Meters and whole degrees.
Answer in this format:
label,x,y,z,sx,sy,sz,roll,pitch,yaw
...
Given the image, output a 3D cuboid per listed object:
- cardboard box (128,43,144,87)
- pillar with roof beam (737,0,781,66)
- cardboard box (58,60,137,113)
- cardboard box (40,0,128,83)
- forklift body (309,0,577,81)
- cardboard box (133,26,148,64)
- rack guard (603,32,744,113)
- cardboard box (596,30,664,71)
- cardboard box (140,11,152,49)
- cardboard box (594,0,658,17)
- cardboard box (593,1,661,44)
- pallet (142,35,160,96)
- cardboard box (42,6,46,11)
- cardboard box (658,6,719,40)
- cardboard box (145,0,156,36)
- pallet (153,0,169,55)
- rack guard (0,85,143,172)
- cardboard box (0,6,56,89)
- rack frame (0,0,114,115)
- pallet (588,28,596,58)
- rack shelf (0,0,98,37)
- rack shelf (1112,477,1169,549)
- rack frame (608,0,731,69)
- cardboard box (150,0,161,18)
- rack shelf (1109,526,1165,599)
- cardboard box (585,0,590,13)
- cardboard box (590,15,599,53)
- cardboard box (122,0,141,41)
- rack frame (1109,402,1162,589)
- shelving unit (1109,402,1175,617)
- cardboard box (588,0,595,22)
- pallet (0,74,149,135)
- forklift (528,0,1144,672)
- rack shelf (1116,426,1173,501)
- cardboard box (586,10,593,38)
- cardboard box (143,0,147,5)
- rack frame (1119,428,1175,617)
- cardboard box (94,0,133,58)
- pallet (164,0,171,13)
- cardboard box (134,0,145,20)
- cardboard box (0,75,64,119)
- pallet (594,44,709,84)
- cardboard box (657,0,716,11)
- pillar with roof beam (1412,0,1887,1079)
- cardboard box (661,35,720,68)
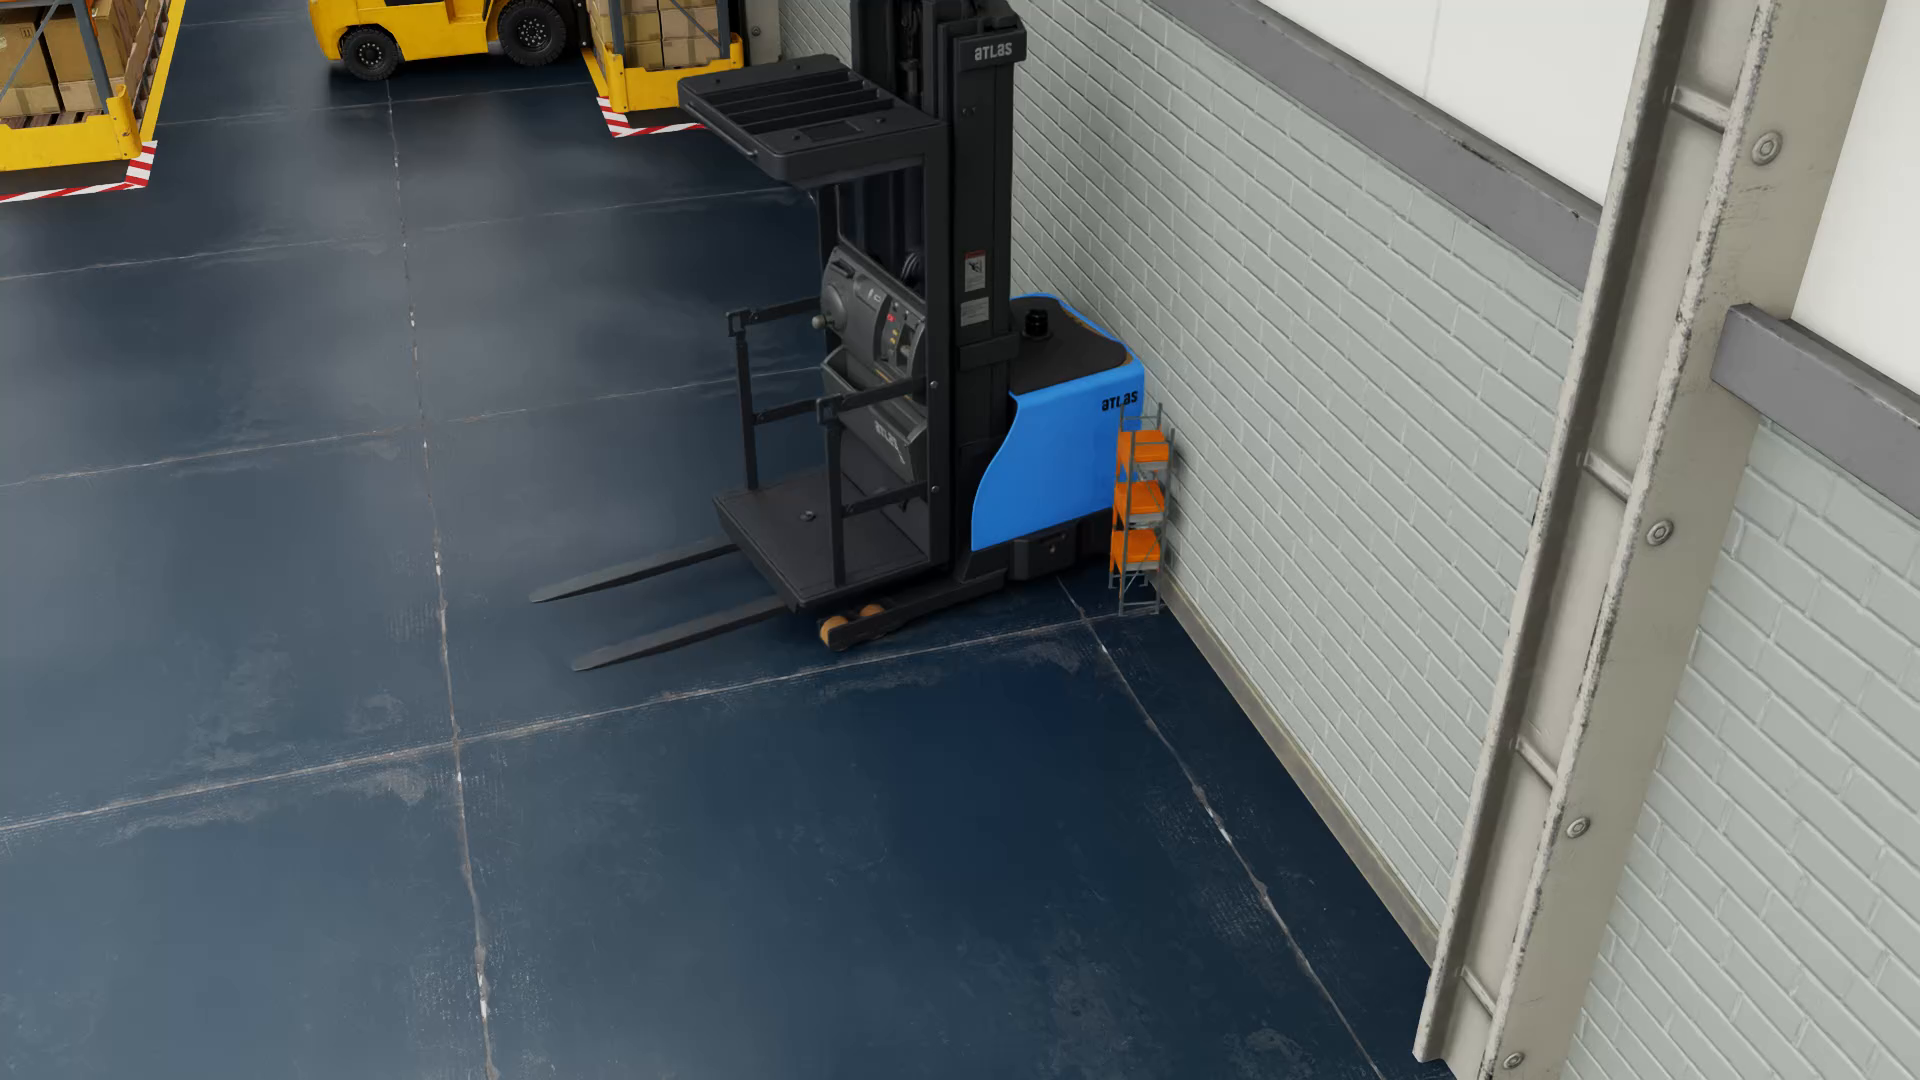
label,x,y,z,sx,sy,sz,roll,pitch,yaw
cardboard box,-7.335,-4.052,14.275,0.500,0.250,0.500,-9,34,-13
pillar with roof beam,-5.932,-7.418,11.813,9.100,9.000,0.400,-10,35,-15
cardboard box,-7.186,-3.783,13.868,0.500,0.250,0.500,-10,35,-15
cardboard box,-7.194,-4.108,13.680,0.500,0.500,0.500,-11,35,-16
forklift body,-4.794,-5.457,15.057,2.313,2.155,1.214,-10,35,-15
cardboard box,-7.513,-4.337,14.705,0.500,0.250,0.500,-8,34,-12
rack guard,-2.470,-4.066,14.450,1.175,0.500,0.348,-10,35,-15
cardboard box,-2.922,-4.343,14.715,0.500,0.250,0.500,-10,35,-14
cardboard box,-7.665,-4.602,15.107,0.500,0.250,0.500,-9,35,-14
cardboard box,-2.915,-4.756,14.433,0.500,0.250,0.500,-9,34,-13
cardboard box,-2.924,-4.561,14.592,0.500,0.250,0.500,-10,35,-15
pallet,-7.810,-4.234,14.965,1.003,0.211,1.213,-10,35,-15
cardboard box,-7.859,-4.276,13.934,0.500,0.500,0.500,-9,34,-13
cardboard box,-2.423,-4.640,14.711,0.500,0.250,0.500,-9,35,-14
cardboard box,-7.816,-4.870,15.513,0.500,0.250,0.500,-11,35,-16
pallet,-8.185,-4.875,15.936,1.003,0.211,1.213,-10,35,-15
rack guard,-7.227,-3.282,13.264,1.175,0.500,0.348,-10,35,-15
cardboard box,-7.696,-4.003,13.520,0.500,0.500,0.500,-10,35,-14
rack frame,-7.204,-4.285,12.514,1.000,3.000,0.127,-10,35,-15
pallet,-3.119,-4.992,16.114,1.003,0.211,1.213,-10,35,-15
rack shelf,-7.814,-5.035,14.302,1.077,0.370,4.000,-10,35,-15
rack shelf,0.866,-0.125,8.006,0.215,0.259,0.240,-4,34,-6
rack frame,-2.478,-5.122,13.780,1.000,3.000,0.127,-10,35,-15
cardboard box,-7.988,-5.148,15.933,0.500,0.250,0.500,-8,34,-13
rack shelf,0.865,0.107,8.159,0.215,0.259,0.240,-4,34,-6
cardboard box,-3.244,-5.094,15.398,0.500,0.250,0.500,-11,35,-16
cardboard box,-3.065,-4.606,15.113,0.500,0.250,0.500,-10,35,-15
cardboard box,-7.503,-4.647,14.495,0.500,0.500,0.500,-9,35,-14
rack frame,0.850,-0.201,8.101,0.200,1.050,0.008,-4,34,-6
shelving unit,0.866,-0.134,8.000,0.215,1.050,0.252,-4,34,-6
cardboard box,-3.067,-4.827,14.993,0.500,0.250,0.500,-10,35,-15
pallet,-7.441,-3.594,13.998,1.003,0.211,1.213,-10,35,-15
forklift,-0.586,-1.026,7.643,3.031,2.935,1.130,-18,37,-25
rack shelf,0.868,-0.362,7.849,0.215,0.259,0.240,-4,34,-6
cardboard box,-3.209,-4.870,15.513,0.500,0.250,0.500,-10,35,-14
cardboard box,-7.831,-5.194,15.322,0.500,0.500,0.500,-9,35,-14
rack frame,0.882,-0.067,7.899,0.200,1.050,0.008,-4,34,-6
cardboard box,-7.358,-4.382,14.094,0.500,0.500,0.500,-11,35,-17
pallet,-8.663,-5.630,17.079,1.003,0.211,1.213,-10,35,-15
cardboard box,-7.674,-4.926,14.917,0.500,0.500,0.500,-8,34,-12
cardboard box,-7.714,-3.705,13.749,0.500,0.250,0.500,-10,35,-15
pallet,-2.751,-4.353,15.146,1.003,0.211,1.213,-10,35,-15
cardboard box,-2.444,-4.851,14.577,0.500,0.250,0.500,-11,35,-15
pillar with roof beam,-2.271,-1.118,2.279,9.100,9.000,0.400,-10,35,-15
cardboard box,-2.441,-4.441,14.863,0.500,0.250,0.500,-10,35,-15
